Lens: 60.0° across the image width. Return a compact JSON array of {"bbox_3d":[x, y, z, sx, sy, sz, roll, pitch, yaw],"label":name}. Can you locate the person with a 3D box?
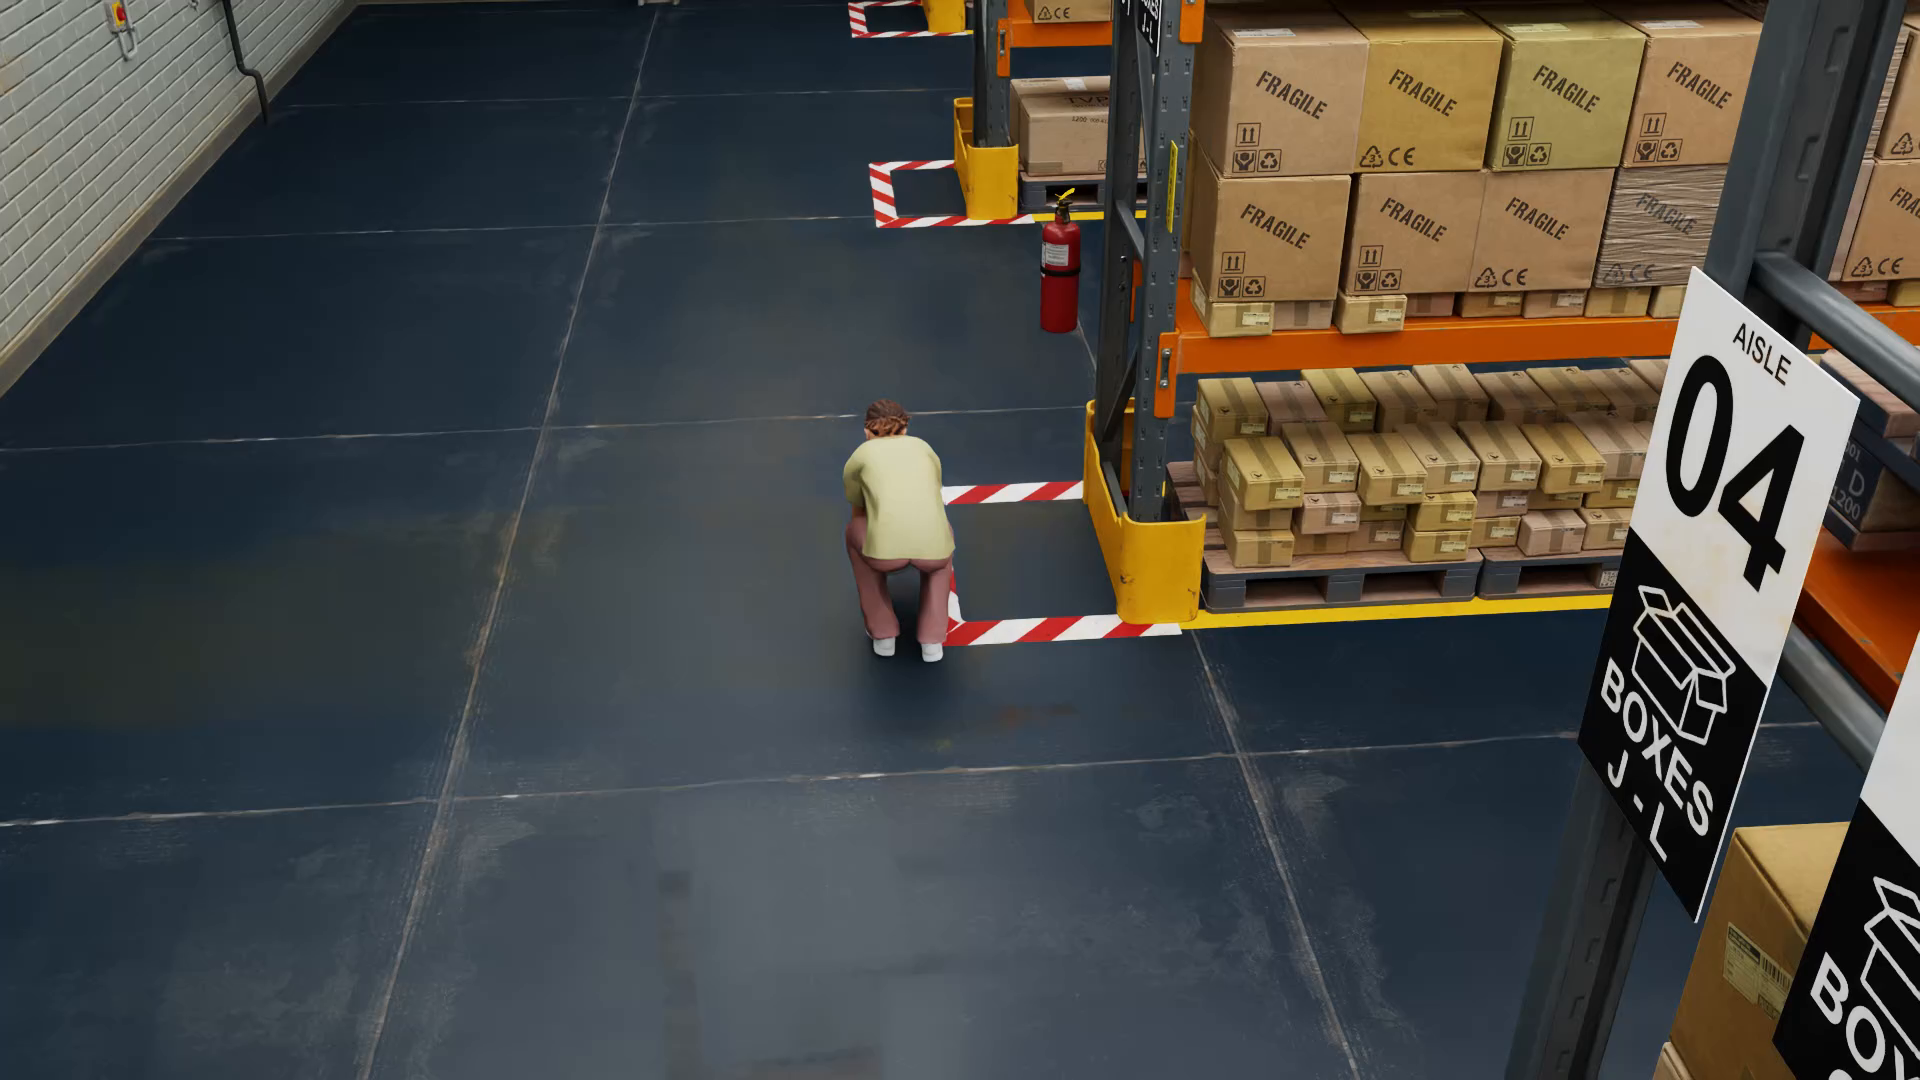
[{"bbox_3d":[-0.246,-0.023,6.901,0.459,0.922,0.846,-3,31,-6],"label":"person"}]
